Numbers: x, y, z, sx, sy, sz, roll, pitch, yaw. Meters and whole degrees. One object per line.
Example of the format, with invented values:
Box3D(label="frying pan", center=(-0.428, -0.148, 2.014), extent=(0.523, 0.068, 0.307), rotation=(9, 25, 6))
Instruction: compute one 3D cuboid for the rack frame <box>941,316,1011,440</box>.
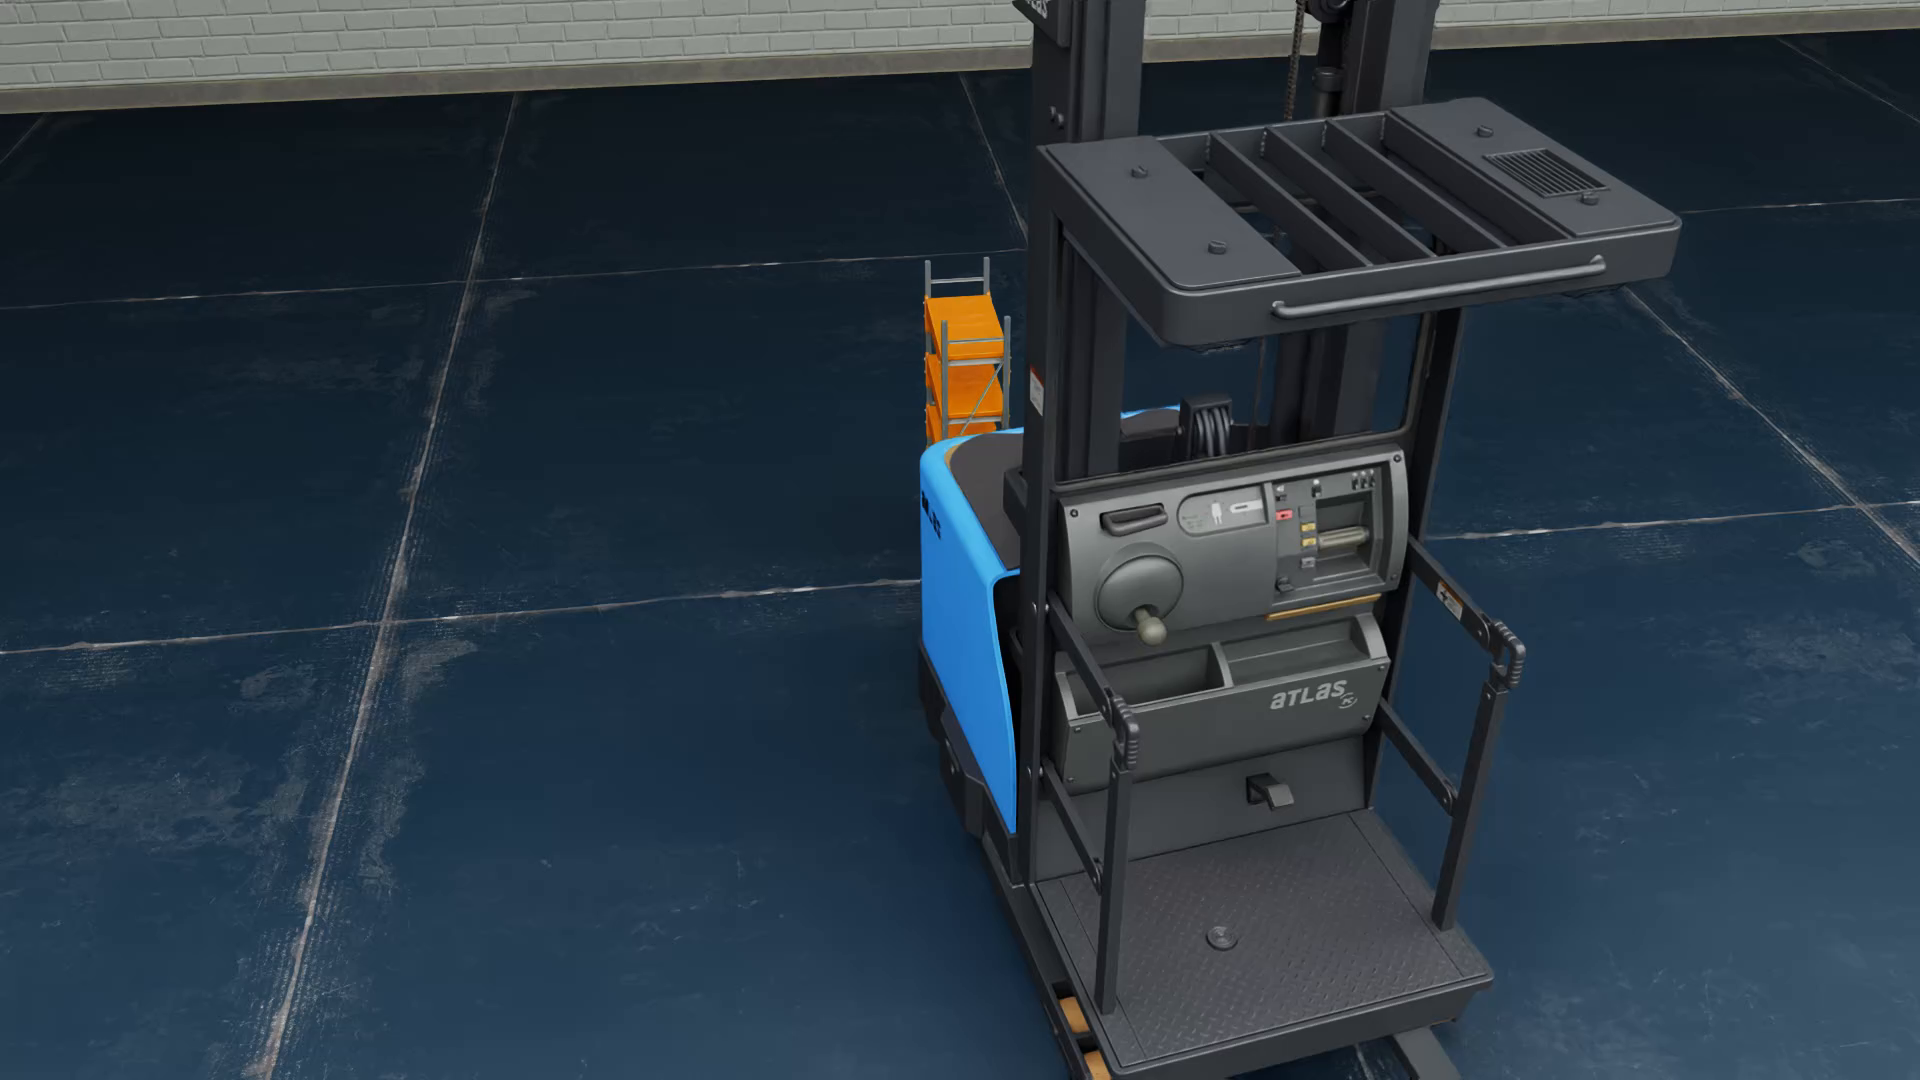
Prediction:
Box3D(label="rack frame", center=(0.055, -0.267, 6.077), extent=(0.240, 1.200, 0.015), rotation=(-4, 35, -6))

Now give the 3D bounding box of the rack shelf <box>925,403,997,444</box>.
Box3D(label="rack shelf", center=(0.022, -0.348, 6.314), extent=(0.258, 0.148, 0.480), rotation=(-4, 35, -6))

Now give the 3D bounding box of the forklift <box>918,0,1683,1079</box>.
Box3D(label="forklift", center=(0.770, 0.077, 4.034), extent=(1.130, 2.935, 3.031), rotation=(-10, 35, -14))

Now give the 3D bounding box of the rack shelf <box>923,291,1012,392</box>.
Box3D(label="rack shelf", center=(0.022, -0.728, 6.055), extent=(0.258, 0.148, 0.480), rotation=(-4, 35, -6))

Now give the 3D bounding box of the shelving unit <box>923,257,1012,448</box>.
Box3D(label="shelving unit", center=(0.022, -0.403, 6.277), extent=(0.258, 1.200, 0.503), rotation=(-4, 35, -6))

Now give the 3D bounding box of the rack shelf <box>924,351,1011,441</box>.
Box3D(label="rack shelf", center=(0.022, -0.533, 6.188), extent=(0.258, 0.148, 0.480), rotation=(-4, 35, -6))

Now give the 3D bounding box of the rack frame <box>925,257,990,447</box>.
Box3D(label="rack frame", center=(-0.011, -0.540, 6.476), extent=(0.240, 1.200, 0.015), rotation=(-4, 35, -6))
